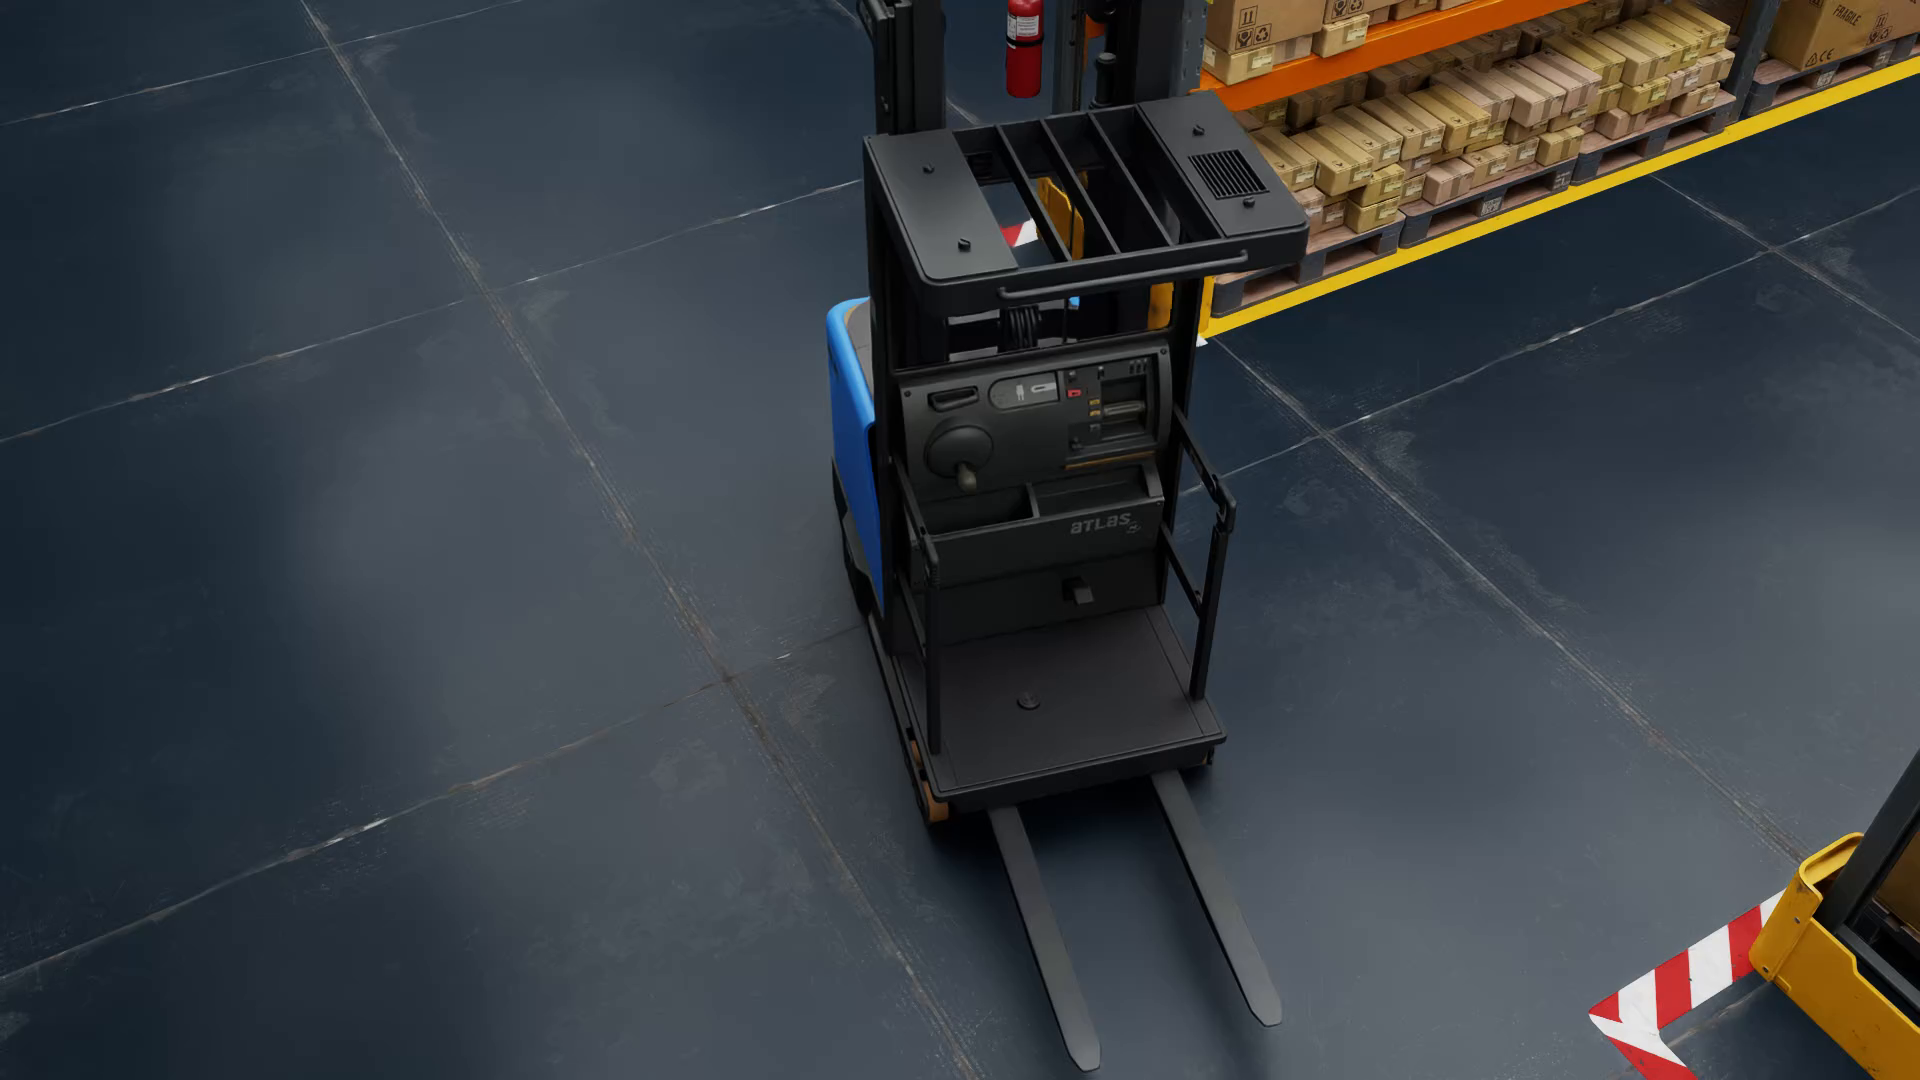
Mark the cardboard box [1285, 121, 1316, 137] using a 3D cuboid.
[{"bbox_3d":[1.806,-2.201,8.825,0.250,0.149,0.380,-22,48,-21],"label":"cardboard box"}]

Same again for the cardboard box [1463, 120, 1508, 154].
[{"bbox_3d":[2.685,-2.239,8.864,0.250,0.149,0.380,-20,47,-19],"label":"cardboard box"}]

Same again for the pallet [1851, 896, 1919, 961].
[{"bbox_3d":[3.794,1.308,5.680,1.213,0.211,1.003,-22,48,-21],"label":"pallet"}]

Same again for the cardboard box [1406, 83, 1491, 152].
[{"bbox_3d":[2.511,-2.185,8.595,0.250,0.149,0.380,-21,48,-20],"label":"cardboard box"}]

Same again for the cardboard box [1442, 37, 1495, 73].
[{"bbox_3d":[2.689,-2.668,9.093,0.250,0.149,0.380,-24,49,-23],"label":"cardboard box"}]

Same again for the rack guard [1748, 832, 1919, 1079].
[{"bbox_3d":[3.119,1.537,5.237,0.348,0.500,1.175,-22,48,-21],"label":"rack guard"}]

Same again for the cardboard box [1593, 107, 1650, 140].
[{"bbox_3d":[3.591,-2.402,9.246,0.250,0.149,0.380,-23,49,-22],"label":"cardboard box"}]

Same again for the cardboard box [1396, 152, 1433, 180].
[{"bbox_3d":[2.232,-2.032,8.651,0.250,0.149,0.380,-24,49,-23],"label":"cardboard box"}]

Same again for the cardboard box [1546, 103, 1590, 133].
[{"bbox_3d":[3.181,-2.386,9.016,0.250,0.149,0.380,-21,48,-20],"label":"cardboard box"}]

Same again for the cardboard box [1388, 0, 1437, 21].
[{"bbox_3d":[2.065,-2.649,7.936,0.250,0.149,0.380,-22,48,-21],"label":"cardboard box"}]

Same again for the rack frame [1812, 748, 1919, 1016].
[{"bbox_3d":[3.140,0.632,4.375,0.127,3.000,1.000,-22,48,-21],"label":"rack frame"}]

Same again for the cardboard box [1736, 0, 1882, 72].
[{"bbox_3d":[4.998,-3.136,9.750,0.500,0.500,0.500,-20,48,-19],"label":"cardboard box"}]

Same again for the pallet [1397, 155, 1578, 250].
[{"bbox_3d":[2.601,-2.105,9.197,1.213,0.211,1.003,-22,48,-21],"label":"pallet"}]

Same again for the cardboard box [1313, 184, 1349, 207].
[{"bbox_3d":[1.772,-1.859,8.473,0.250,0.149,0.380,-21,48,-20],"label":"cardboard box"}]

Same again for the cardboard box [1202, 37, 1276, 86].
[{"bbox_3d":[1.201,-2.223,7.496,0.250,0.149,0.380,-22,48,-21],"label":"cardboard box"}]

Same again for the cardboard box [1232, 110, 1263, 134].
[{"bbox_3d":[1.336,-2.129,8.537,0.250,0.149,0.380,-21,48,-20],"label":"cardboard box"}]

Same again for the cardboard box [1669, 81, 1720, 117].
[{"bbox_3d":[4.055,-2.572,9.421,0.250,0.149,0.380,-21,48,-20],"label":"cardboard box"}]

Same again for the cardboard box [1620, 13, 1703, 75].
[{"bbox_3d":[3.844,-2.734,9.161,0.250,0.149,0.380,-21,48,-20],"label":"cardboard box"}]

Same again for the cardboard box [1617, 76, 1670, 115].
[{"bbox_3d":[3.658,-2.514,9.148,0.250,0.149,0.380,-23,49,-22],"label":"cardboard box"}]

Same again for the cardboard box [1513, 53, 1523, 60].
[{"bbox_3d":[3.148,-2.748,9.389,0.250,0.149,0.380,-24,49,-23],"label":"cardboard box"}]

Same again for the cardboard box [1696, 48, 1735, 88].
[{"bbox_3d":[4.110,-2.719,9.360,0.250,0.149,0.380,-21,48,-20],"label":"cardboard box"}]

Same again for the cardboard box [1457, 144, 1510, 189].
[{"bbox_3d":[2.705,-2.059,8.893,0.250,0.149,0.380,-22,48,-21],"label":"cardboard box"}]

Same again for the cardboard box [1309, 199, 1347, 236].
[{"bbox_3d":[1.768,-1.745,8.569,0.250,0.149,0.380,-21,48,-21],"label":"cardboard box"}]

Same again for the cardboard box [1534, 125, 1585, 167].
[{"bbox_3d":[3.157,-2.213,9.051,0.250,0.149,0.380,-22,48,-21],"label":"cardboard box"}]

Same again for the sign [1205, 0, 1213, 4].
[{"bbox_3d":[1.027,-2.382,6.858,0.005,0.325,0.100,-22,48,-21],"label":"sign"}]

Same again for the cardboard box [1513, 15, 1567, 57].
[{"bbox_3d":[3.145,-2.851,9.282,0.250,0.149,0.380,-23,49,-22],"label":"cardboard box"}]

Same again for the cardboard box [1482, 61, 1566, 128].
[{"bbox_3d":[2.952,-2.350,8.765,0.250,0.149,0.380,-23,49,-22],"label":"cardboard box"}]

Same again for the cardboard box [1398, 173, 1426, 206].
[{"bbox_3d":[2.218,-1.914,8.743,0.250,0.149,0.380,-22,48,-21],"label":"cardboard box"}]

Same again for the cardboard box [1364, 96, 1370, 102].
[{"bbox_3d":[2.196,-2.435,9.066,0.250,0.149,0.380,-20,47,-19],"label":"cardboard box"}]

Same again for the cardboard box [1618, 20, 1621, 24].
[{"bbox_3d":[3.751,-3.088,9.740,0.250,0.149,0.380,-20,47,-19],"label":"cardboard box"}]

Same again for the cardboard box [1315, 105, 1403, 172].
[{"bbox_3d":[2.015,-2.031,8.436,0.250,0.149,0.380,-24,49,-23],"label":"cardboard box"}]

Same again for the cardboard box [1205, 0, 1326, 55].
[{"bbox_3d":[1.283,-2.530,7.347,0.500,0.500,0.500,-20,47,-19],"label":"cardboard box"}]

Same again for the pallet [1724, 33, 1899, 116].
[{"bbox_3d":[4.899,-3.057,10.177,1.213,0.211,1.003,-22,48,-21],"label":"pallet"}]

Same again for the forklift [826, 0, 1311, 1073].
[{"bbox_3d":[0.318,-0.319,5.404,1.130,2.935,3.031,-10,45,-10],"label":"forklift"}]

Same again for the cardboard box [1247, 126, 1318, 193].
[{"bbox_3d":[1.559,-1.885,8.286,0.250,0.149,0.380,-21,48,-20],"label":"cardboard box"}]

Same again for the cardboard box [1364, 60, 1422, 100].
[{"bbox_3d":[2.242,-2.498,8.918,0.250,0.149,0.380,-23,49,-22],"label":"cardboard box"}]

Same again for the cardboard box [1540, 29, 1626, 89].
[{"bbox_3d":[3.368,-2.601,9.024,0.250,0.149,0.380,-20,48,-20],"label":"cardboard box"}]

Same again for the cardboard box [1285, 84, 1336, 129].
[{"bbox_3d":[1.753,-2.347,8.762,0.250,0.149,0.380,-24,49,-22],"label":"cardboard box"}]

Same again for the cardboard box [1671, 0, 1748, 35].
[{"bbox_3d":[4.741,-3.449,10.073,0.500,0.500,0.500,-23,49,-22],"label":"cardboard box"}]

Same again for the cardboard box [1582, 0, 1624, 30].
[{"bbox_3d":[3.555,-3.073,9.511,0.250,0.149,0.380,-20,47,-19],"label":"cardboard box"}]

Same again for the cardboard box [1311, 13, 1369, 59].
[{"bbox_3d":[1.661,-2.397,7.676,0.250,0.149,0.380,-23,49,-22],"label":"cardboard box"}]

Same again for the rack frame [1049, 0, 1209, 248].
[{"bbox_3d":[0.757,-2.398,7.497,0.127,3.000,1.000,-22,48,-21],"label":"rack frame"}]
